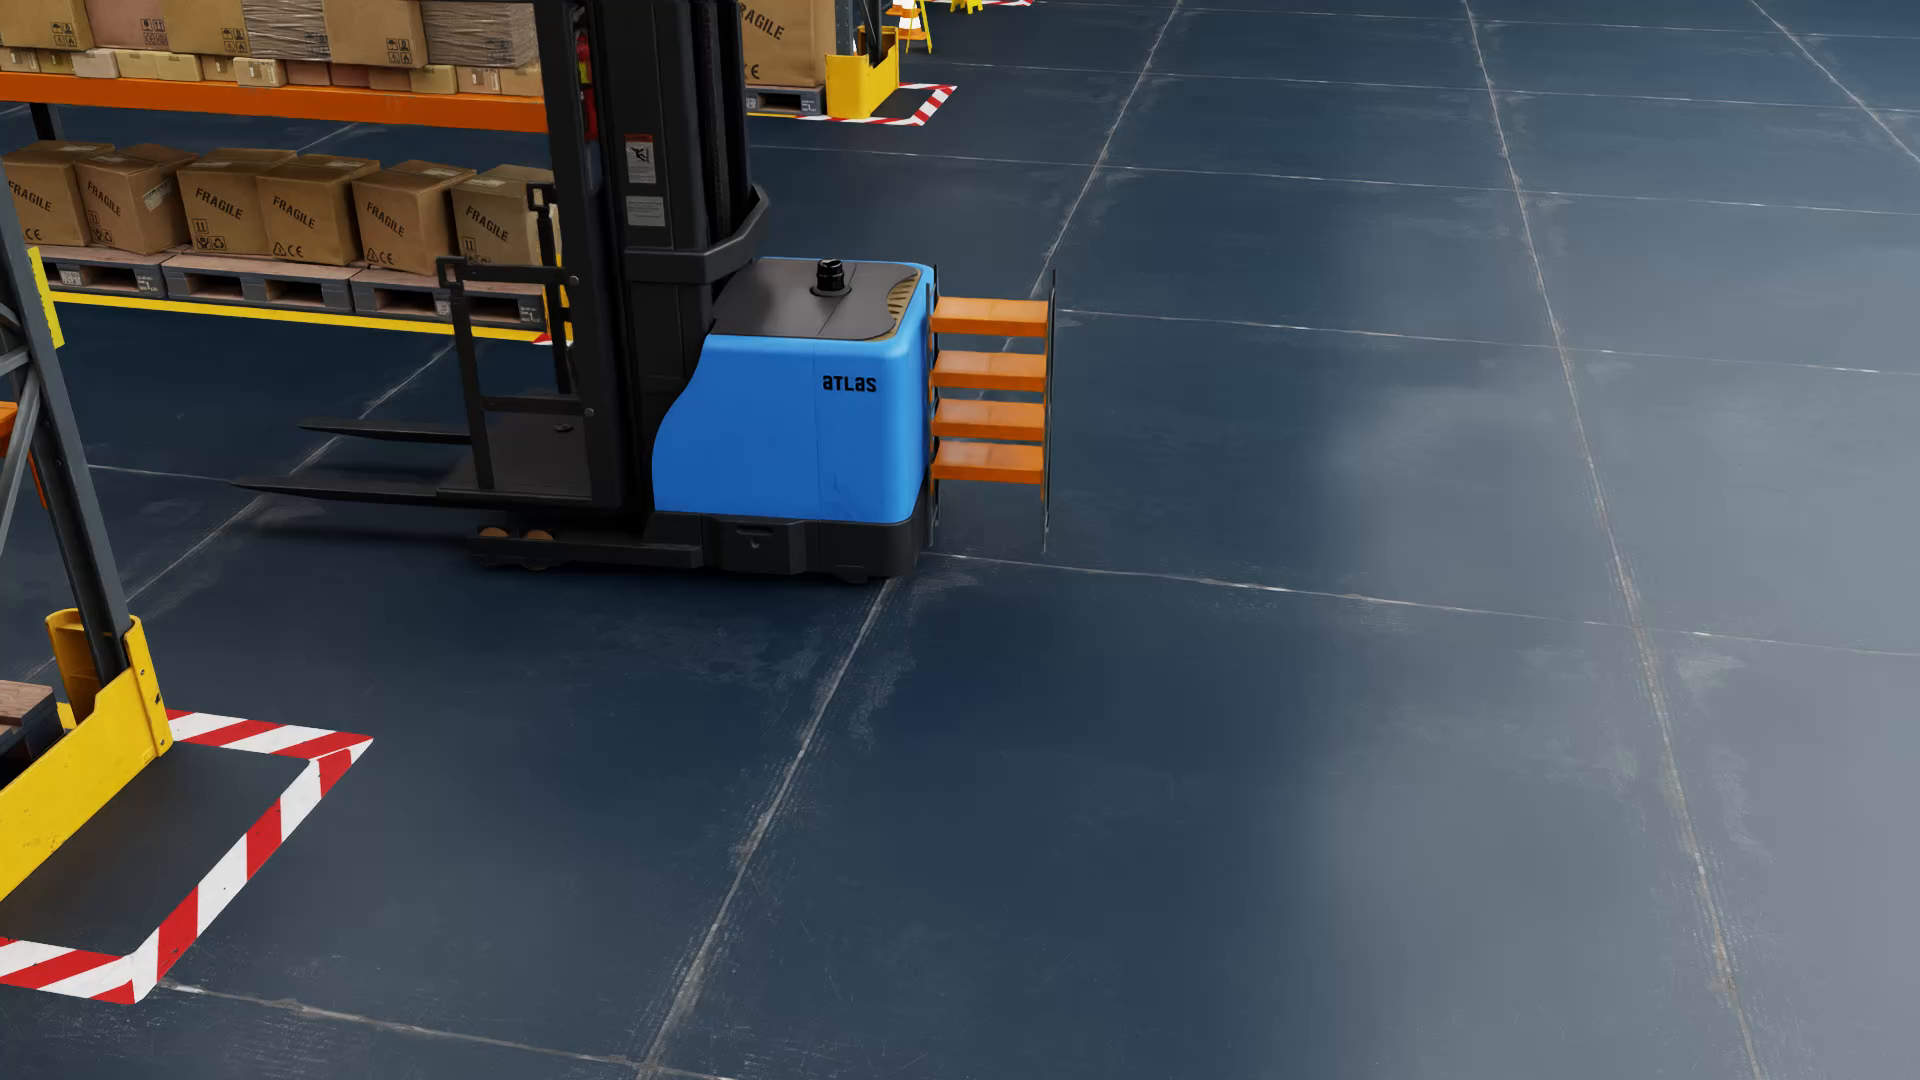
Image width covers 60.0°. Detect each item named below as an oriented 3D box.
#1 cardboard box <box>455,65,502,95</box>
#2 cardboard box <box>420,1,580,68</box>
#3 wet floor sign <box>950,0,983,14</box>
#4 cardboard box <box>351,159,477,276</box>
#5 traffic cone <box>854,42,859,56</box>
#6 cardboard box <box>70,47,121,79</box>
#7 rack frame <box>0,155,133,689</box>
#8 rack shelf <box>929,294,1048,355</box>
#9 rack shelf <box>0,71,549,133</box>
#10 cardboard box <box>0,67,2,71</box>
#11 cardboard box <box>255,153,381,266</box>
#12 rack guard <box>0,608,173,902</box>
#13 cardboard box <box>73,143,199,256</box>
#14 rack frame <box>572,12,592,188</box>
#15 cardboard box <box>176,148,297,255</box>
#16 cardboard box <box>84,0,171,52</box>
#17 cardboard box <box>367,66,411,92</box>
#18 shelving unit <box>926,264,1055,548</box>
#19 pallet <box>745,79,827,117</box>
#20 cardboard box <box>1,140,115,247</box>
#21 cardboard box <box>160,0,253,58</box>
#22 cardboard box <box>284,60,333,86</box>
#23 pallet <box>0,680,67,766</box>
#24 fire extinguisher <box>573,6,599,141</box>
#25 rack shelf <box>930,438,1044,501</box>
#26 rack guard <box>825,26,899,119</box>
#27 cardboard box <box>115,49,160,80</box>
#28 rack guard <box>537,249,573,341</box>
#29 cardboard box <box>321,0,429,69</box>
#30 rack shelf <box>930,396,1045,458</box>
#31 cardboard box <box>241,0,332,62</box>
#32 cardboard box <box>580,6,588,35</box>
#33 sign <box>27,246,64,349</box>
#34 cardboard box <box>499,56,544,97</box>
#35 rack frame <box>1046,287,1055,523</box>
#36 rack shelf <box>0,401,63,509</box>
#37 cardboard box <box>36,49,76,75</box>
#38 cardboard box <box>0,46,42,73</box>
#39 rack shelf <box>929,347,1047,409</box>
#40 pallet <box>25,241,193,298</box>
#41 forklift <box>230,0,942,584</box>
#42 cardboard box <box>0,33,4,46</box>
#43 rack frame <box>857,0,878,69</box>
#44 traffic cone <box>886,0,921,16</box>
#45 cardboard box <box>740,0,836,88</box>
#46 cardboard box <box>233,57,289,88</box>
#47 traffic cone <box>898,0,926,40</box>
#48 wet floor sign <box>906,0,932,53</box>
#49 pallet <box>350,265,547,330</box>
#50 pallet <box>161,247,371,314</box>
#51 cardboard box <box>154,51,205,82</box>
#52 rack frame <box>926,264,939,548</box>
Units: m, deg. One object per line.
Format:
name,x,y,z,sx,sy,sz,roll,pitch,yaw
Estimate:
cardboard box,-2.531,-2.541,9.029,0.250,0.149,0.380,6,29,11
cardboard box,-2.497,-2.936,9.076,0.500,0.500,0.875,6,29,11
wet floor sign,0.067,-5.794,17.161,0.232,0.644,0.267,17,33,28
cardboard box,-3.163,-1.896,9.755,0.500,0.500,0.500,14,32,24
traffic cone,-1.053,-4.621,15.208,0.334,0.463,0.336,6,29,11
cardboard box,-4.754,-2.714,9.345,0.250,0.149,0.380,6,29,11
rack frame,-2.999,-0.368,4.798,0.127,3.000,1.000,6,29,11
rack shelf,0.128,-0.881,6.791,0.480,0.148,0.258,3,29,6
rack shelf,-3.920,-2.579,9.586,4.000,0.370,1.077,6,29,11
cardboard box,-5.487,-2.791,9.486,0.250,0.149,0.380,6,29,11
cardboard box,-3.772,-1.968,9.886,0.500,0.500,0.500,9,30,15
rack guard,-3.083,0.743,5.372,0.348,0.500,1.175,6,29,11
cardboard box,-4.932,-2.070,10.073,0.500,0.500,0.500,16,32,26
rack frame,-1.964,-2.694,9.047,0.127,3.000,1.000,6,29,11
cardboard box,-4.308,-2.045,10.027,0.500,0.500,0.500,3,29,6
cardboard box,-4.457,-3.126,9.422,0.500,0.500,0.875,6,29,11
cardboard box,-3.027,-2.574,9.090,0.250,0.149,0.380,6,29,11
shelving unit,0.126,-0.536,6.980,0.499,1.200,0.258,3,29,6
pallet,-1.628,-3.833,14.032,1.213,0.211,1.003,6,29,11
cardboard box,-5.493,-2.124,10.172,0.500,0.500,0.500,5,29,9
cardboard box,-3.977,-3.056,9.295,0.500,0.500,0.875,6,29,11
cardboard box,-3.512,-2.633,9.198,0.250,0.149,0.380,6,29,11
pallet,-3.876,0.786,5.595,1.213,0.211,1.003,6,29,11
fire extinguisher,-1.949,-2.432,8.649,0.183,0.674,0.296,6,29,11
rack shelf,0.128,-0.303,7.108,0.480,0.148,0.258,3,29,6
rack guard,-0.806,-3.914,13.879,0.348,0.500,1.175,6,29,11
cardboard box,-4.501,-2.708,9.335,0.250,0.149,0.380,6,29,11
rack guard,-2.039,-1.605,9.661,0.348,0.500,1.175,6,29,11
cardboard box,-3.011,-2.930,9.065,0.500,0.500,0.875,6,29,11
rack shelf,0.128,-0.477,7.012,0.480,0.148,0.258,3,29,6
cardboard box,-3.491,-3.001,9.193,0.500,0.500,0.875,6,29,11
cardboard box,-3.259,-4.482,14.088,0.875,0.875,0.875,6,29,11
sign,-2.880,-0.747,5.203,0.005,0.325,0.100,6,29,11
cardboard box,-2.286,-2.515,8.983,0.250,0.149,0.380,6,29,11
rack frame,0.370,-0.522,6.954,0.006,1.046,0.228,3,29,6
rack shelf,-4.955,-0.253,5.338,4.000,0.370,1.077,6,29,11
cardboard box,-4.990,-2.758,9.426,0.250,0.149,0.380,6,29,11
cardboard box,-5.237,-2.779,9.464,0.250,0.149,0.380,6,29,11
rack shelf,0.128,-0.673,6.905,0.480,0.148,0.258,3,29,6
pallet,-5.212,-1.821,10.357,1.213,0.211,1.003,6,29,11
forklift,-2.567,-5.782,14.760,7.136,2.935,18.991,3,29,6
cardboard box,-5.449,-3.195,9.549,0.500,0.500,0.875,6,29,11
rack frame,-0.831,-5.012,13.281,0.053,2.616,0.949,6,29,11
traffic cone,-0.585,-5.673,17.129,0.334,0.463,0.336,6,29,11
cardboard box,-1.507,-4.302,13.760,0.875,0.875,0.875,6,29,11
cardboard box,-3.775,-2.617,9.167,0.250,0.149,0.380,6,29,11
traffic cone,-0.484,-5.117,16.115,0.334,0.463,0.336,6,29,11
wet floor sign,-0.388,-4.907,15.542,0.232,0.644,0.267,1,29,2
pallet,-2.826,-1.577,9.910,1.213,0.211,1.003,6,29,11
pallet,-4.015,-1.700,10.135,1.213,0.211,1.003,6,29,11
cardboard box,-4.259,-2.678,9.279,0.250,0.149,0.380,6,29,11
rack frame,-0.114,-0.551,7.007,0.015,1.200,0.240,3,29,6
